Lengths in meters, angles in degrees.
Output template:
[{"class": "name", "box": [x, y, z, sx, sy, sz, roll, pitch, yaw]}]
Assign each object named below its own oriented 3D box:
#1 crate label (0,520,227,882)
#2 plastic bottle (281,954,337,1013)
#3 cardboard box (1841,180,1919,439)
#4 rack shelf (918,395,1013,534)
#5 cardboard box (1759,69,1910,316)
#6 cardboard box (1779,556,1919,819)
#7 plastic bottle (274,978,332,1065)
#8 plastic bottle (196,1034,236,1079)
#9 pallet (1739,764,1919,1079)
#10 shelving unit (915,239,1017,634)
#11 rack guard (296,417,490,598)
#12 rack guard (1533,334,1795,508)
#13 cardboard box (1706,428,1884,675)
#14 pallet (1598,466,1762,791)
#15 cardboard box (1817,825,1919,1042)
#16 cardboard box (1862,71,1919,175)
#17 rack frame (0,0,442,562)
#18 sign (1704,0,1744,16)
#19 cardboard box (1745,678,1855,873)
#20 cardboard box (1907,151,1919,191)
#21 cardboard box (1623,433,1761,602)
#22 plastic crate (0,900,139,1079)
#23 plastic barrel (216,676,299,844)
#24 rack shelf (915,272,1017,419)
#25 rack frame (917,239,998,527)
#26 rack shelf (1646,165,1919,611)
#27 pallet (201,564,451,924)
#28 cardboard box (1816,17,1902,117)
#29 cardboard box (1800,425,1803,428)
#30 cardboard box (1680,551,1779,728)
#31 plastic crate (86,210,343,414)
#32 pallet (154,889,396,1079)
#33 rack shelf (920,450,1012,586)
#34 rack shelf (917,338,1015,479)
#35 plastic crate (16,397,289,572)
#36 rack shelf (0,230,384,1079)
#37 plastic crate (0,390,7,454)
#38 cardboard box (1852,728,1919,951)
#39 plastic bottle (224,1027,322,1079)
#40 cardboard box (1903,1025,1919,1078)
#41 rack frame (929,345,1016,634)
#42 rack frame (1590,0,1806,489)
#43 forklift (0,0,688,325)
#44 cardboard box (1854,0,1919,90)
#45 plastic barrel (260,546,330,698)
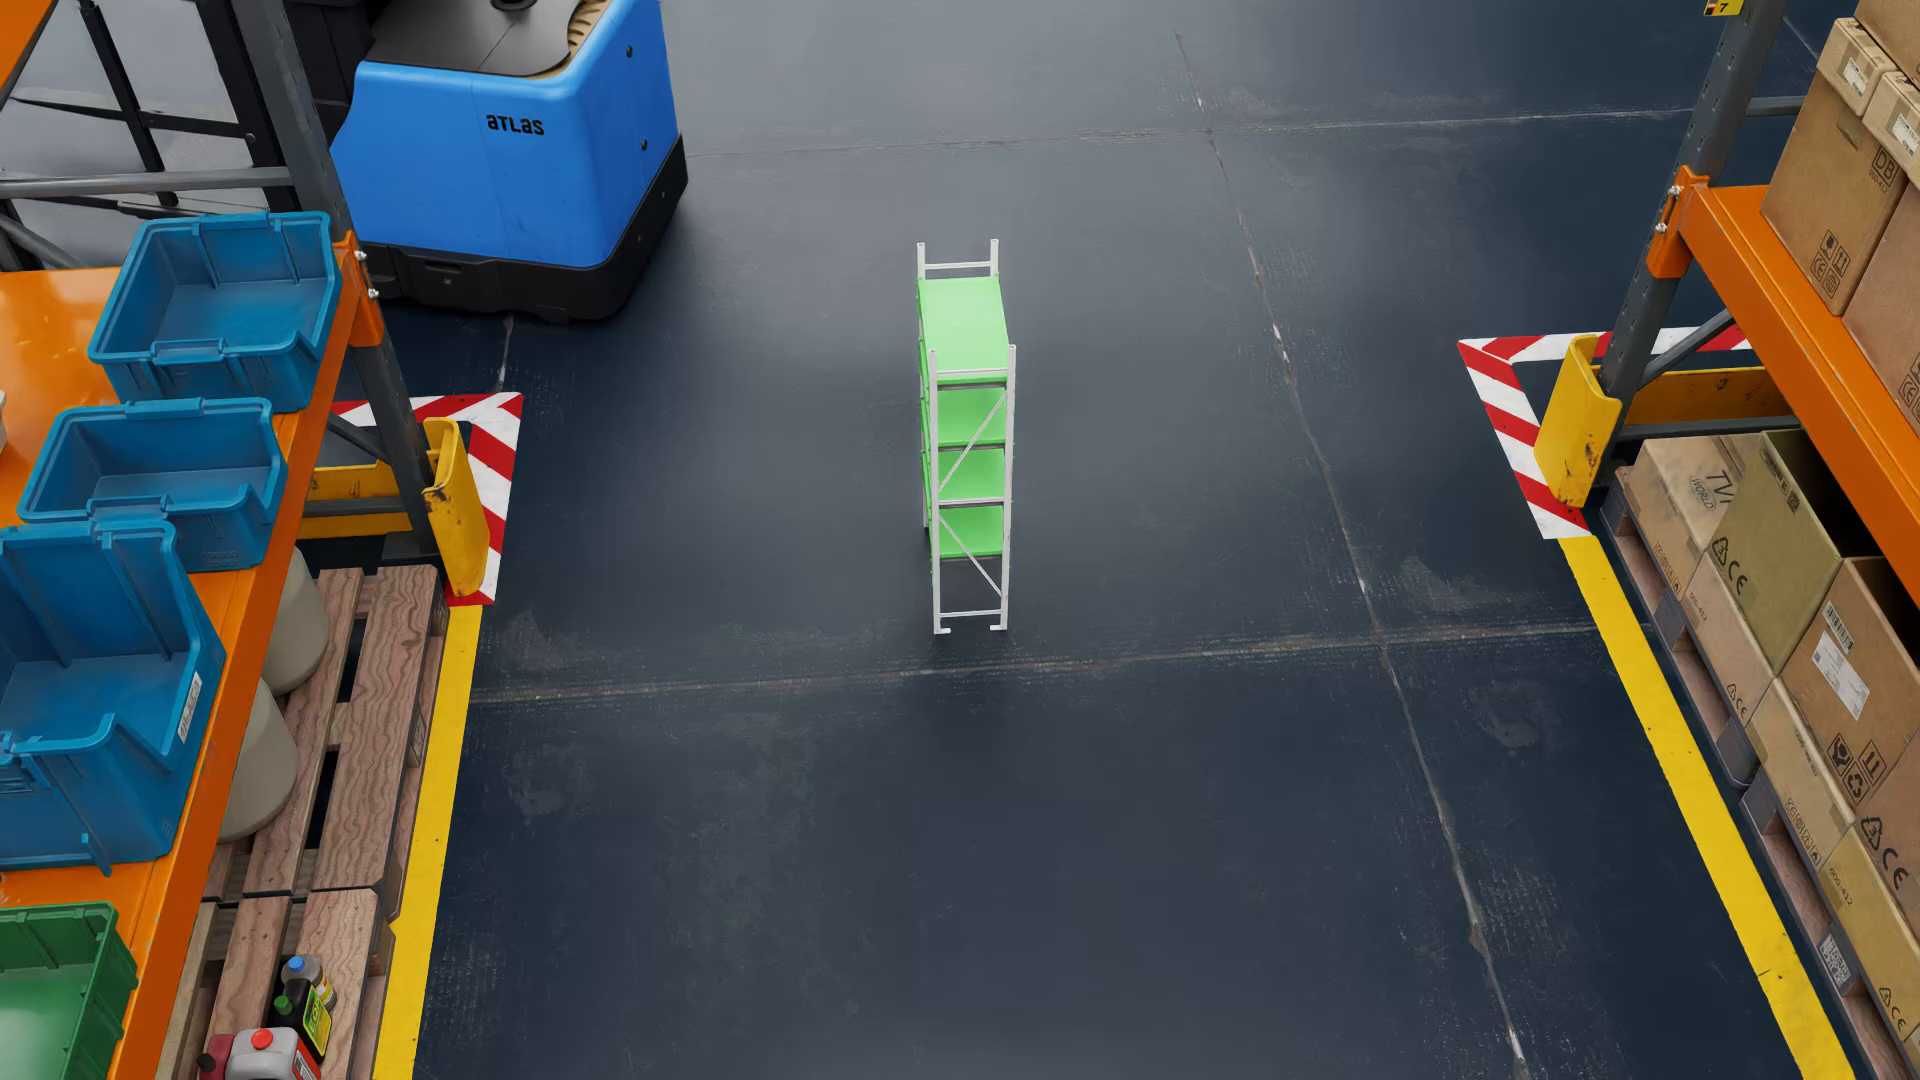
[{"class": "crate label", "box": [-1.832, 0.317, 3.359, 0.502, 0.435, 0.616, -3, 47, -3]}, {"class": "plastic bottle", "box": [-1.665, 1.127, 4.241, 0.097, 0.201, 0.097, 0, 47, 0]}, {"class": "cardboard box", "box": [2.755, -0.600, 4.184, 0.700, 0.500, 0.500, -2, 47, -2]}, {"class": "rack shelf", "box": [0.014, -0.249, 5.247, 0.258, 0.148, 0.480, -3, 47, -3]}, {"class": "cardboard box", "box": [2.707, -0.980, 4.543, 0.700, 0.500, 0.500, -3, 47, -3]}, {"class": "cardboard box", "box": [2.602, 0.383, 4.409, 0.500, 0.500, 0.500, -3, 47, -3]}, {"class": "plastic bottle", "box": [-1.637, 1.183, 4.132, 0.061, 0.283, 0.133, -2, 47, -2]}, {"class": "plastic bottle", "box": [-1.778, 1.290, 4.030, 0.061, 0.283, 0.133, -3, 47, -3]}, {"class": "pallet", "box": [2.885, 1.106, 4.557, 1.003, 0.211, 1.213, -3, 47, -3]}, {"class": "shelving unit", "box": [0.014, -0.293, 5.201, 0.258, 1.200, 0.503, -3, 47, -3]}, {"class": "rack guard", "box": [-2.203, -0.074, 5.476, 1.175, 0.500, 0.348, -3, 47, -3]}, {"class": "rack guard", "box": [2.678, -0.442, 5.824, 1.175, 0.500, 0.348, -3, 47, -3]}, {"class": "cardboard box", "box": [2.547, 0.022, 4.751, 0.500, 0.500, 0.500, -3, 47, -3]}, {"class": "pallet", "box": [2.786, 0.225, 5.391, 1.003, 0.211, 1.213, -3, 47, -3]}, {"class": "cardboard box", "box": [2.627, 1.004, 4.338, 0.500, 0.250, 0.500, -3, 47, -3]}, {"class": "cardboard box", "box": [2.523, -1.054, 4.166, 0.380, 0.149, 0.250, -5, 47, -4]}, {"class": "rack frame", "box": [-2.256, -0.986, 4.618, 1.000, 3.000, 0.127, -3, 47, -3]}, {"class": "sign", "box": [2.127, -1.580, 4.529, 0.100, 0.325, 0.005, -3, 47, -3]}, {"class": "cardboard box", "box": [2.590, 0.642, 4.681, 0.500, 0.250, 0.500, -3, 47, -3]}, {"class": "cardboard box", "box": [2.543, -0.873, 3.995, 0.380, 0.149, 0.250, -3, 47, -3]}, {"class": "cardboard box", "box": [2.503, -0.082, 5.366, 0.500, 0.250, 0.500, -3, 47, -3]}, {"class": "plastic crate", "box": [-1.754, 0.982, 2.900, 0.450, 0.188, 0.662, -3, 47, -3]}, {"class": "plastic barrel", "box": [-2.083, 0.559, 4.578, 0.421, 0.512, 0.421, 0, 47, 0]}, {"class": "rack shelf", "box": [0.014, -0.579, 4.899, 0.258, 0.148, 0.480, -3, 47, -3]}, {"class": "rack frame", "box": [-0.007, -0.469, 5.368, 0.240, 1.200, 0.015, -3, 47, -3]}, {"class": "rack shelf", "box": [2.848, 0.410, 3.791, 1.077, 0.370, 4.000, -3, 47, -3]}, {"class": "pallet", "box": [-2.140, 0.613, 5.024, 1.003, 0.211, 1.213, -3, 47, -3]}, {"class": "cardboard box", "box": [2.499, -1.245, 4.347, 0.380, 0.149, 0.250, -4, 47, -4]}, {"class": "cardboard box", "box": [3.022, -0.371, 5.123, 0.500, 0.500, 0.500, -3, 47, -3]}, {"class": "cardboard box", "box": [2.549, 0.280, 5.023, 0.500, 0.250, 0.500, -3, 47, -3]}, {"class": "plastic crate", "box": [-1.916, -0.591, 4.346, 0.499, 0.251, 0.616, -3, 47, -3]}, {"class": "pallet", "box": [-2.041, 1.494, 4.190, 1.003, 0.211, 1.213, -3, 47, -3]}, {"class": "rack shelf", "box": [0.014, -0.084, 5.422, 0.258, 0.148, 0.480, -3, 47, -3]}, {"class": "rack shelf", "box": [0.014, -0.414, 5.073, 0.258, 0.148, 0.480, -3, 47, -3]}, {"class": "plastic crate", "box": [-1.867, -0.120, 3.901, 0.499, 0.251, 0.408, -3, 47, -3]}, {"class": "rack shelf", "box": [-2.089, 0.709, 3.508, 1.077, 0.370, 4.000, -3, 47, -3]}, {"class": "plastic crate", "box": [-2.502, -0.228, 4.082, 0.298, 0.136, 0.250, -3, 47, -3]}, {"class": "cardboard box", "box": [2.626, 0.746, 4.066, 0.500, 0.500, 0.500, -3, 47, -3]}, {"class": "plastic bottle", "box": [-1.672, 1.286, 4.039, 0.152, 0.276, 0.135, -3, 47, -3]}, {"class": "cardboard box", "box": [2.670, 1.366, 3.995, 0.500, 0.250, 0.500, -3, 47, -3]}, {"class": "rack frame", "box": [0.034, -0.116, 5.034, 0.240, 1.200, 0.015, -3, 47, -3]}, {"class": "rack frame", "box": [2.680, -1.284, 4.900, 1.000, 3.000, 0.127, -3, 47, -3]}, {"class": "forklift", "box": [-2.730, -2.387, 5.992, 3.031, 2.935, 1.130, 8, 47, 8]}, {"class": "cardboard box", "box": [2.711, -1.388, 4.036, 0.700, 0.500, 0.500, -3, 47, -3]}, {"class": "plastic barrel", "box": [-2.125, 0.197, 4.922, 0.421, 0.512, 0.421, 0, 47, 0]}]
